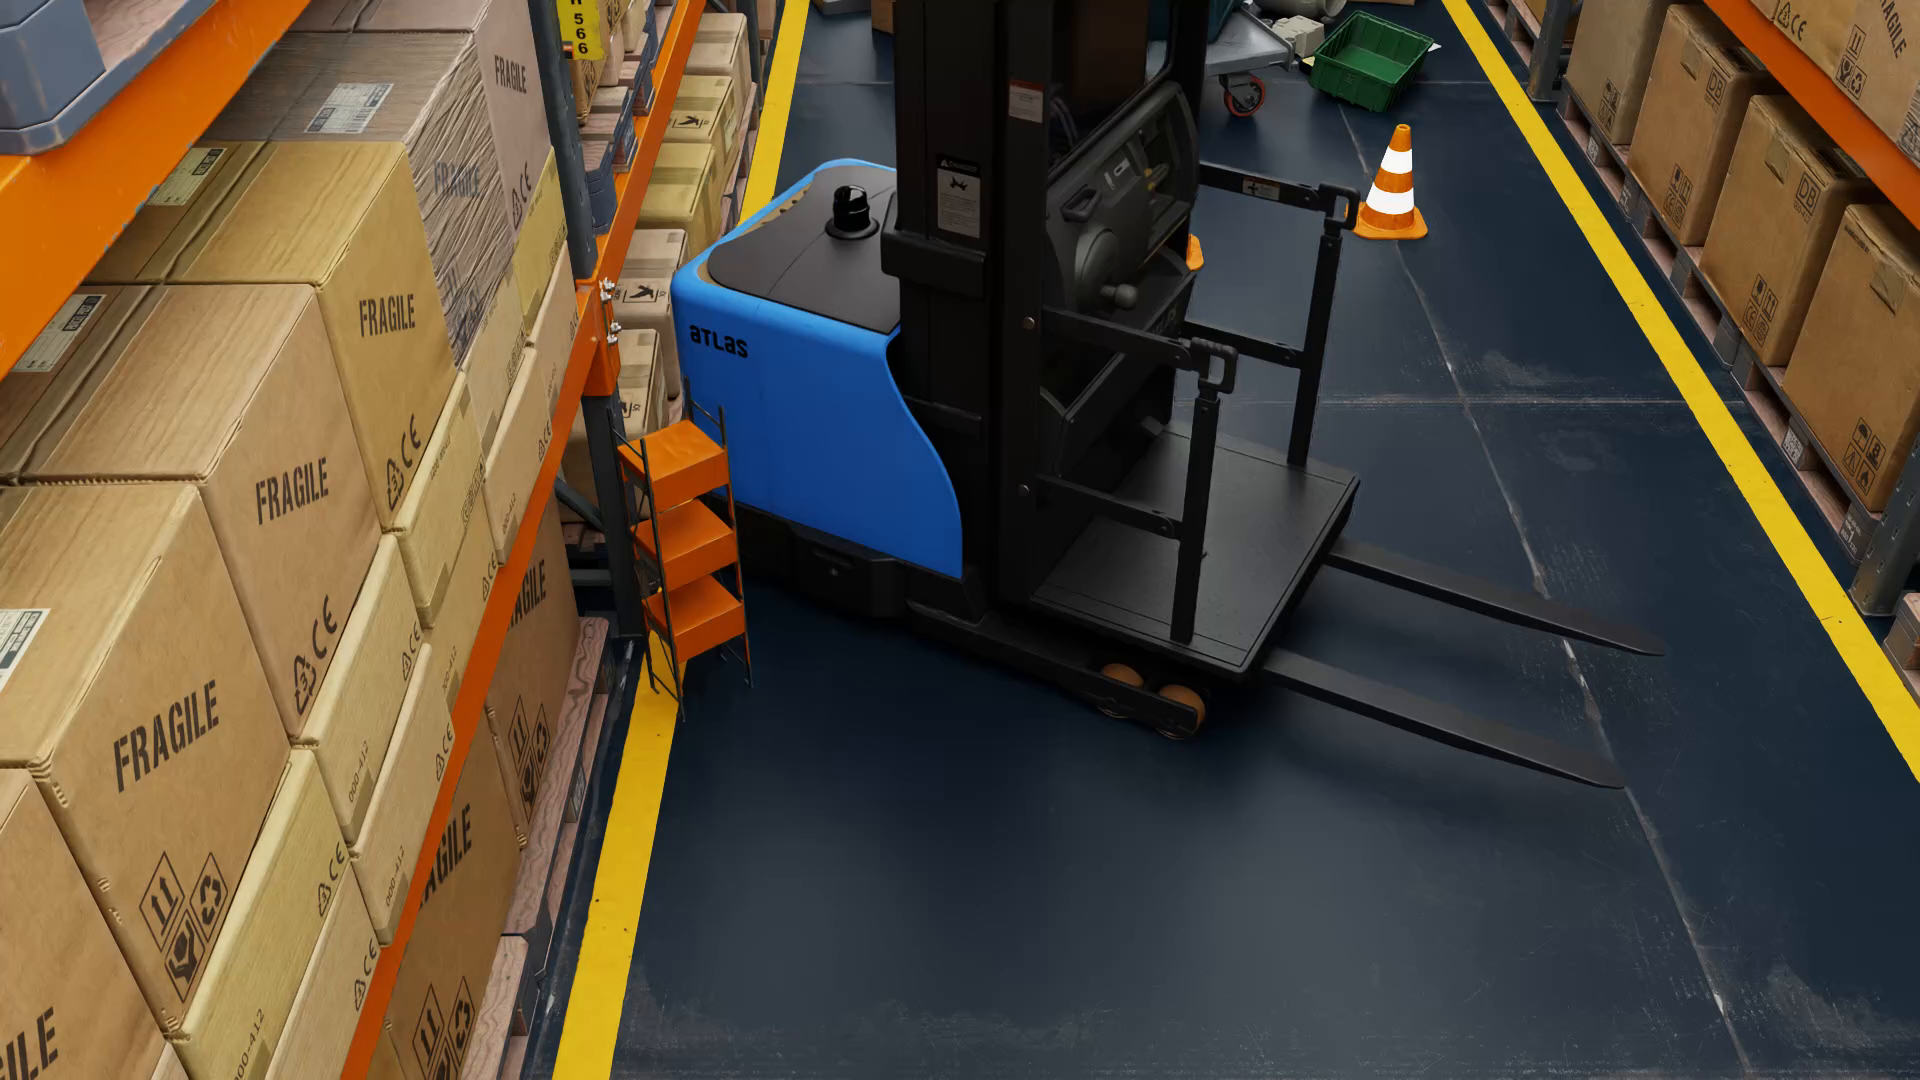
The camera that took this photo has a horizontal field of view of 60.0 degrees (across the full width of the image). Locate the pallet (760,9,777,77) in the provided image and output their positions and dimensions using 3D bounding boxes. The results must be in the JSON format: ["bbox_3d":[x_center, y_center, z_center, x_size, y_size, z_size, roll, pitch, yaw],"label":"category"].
[{"bbox_3d":[-1.543,-2.720,8.976,1.003,0.211,1.213,0,39,0],"label":"pallet"}]

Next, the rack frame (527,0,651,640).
[{"bbox_3d":[-1.502,-0.887,4.458,1.000,3.000,0.127,0,39,0],"label":"rack frame"}]

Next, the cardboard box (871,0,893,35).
[{"bbox_3d":[-0.148,-3.085,9.198,0.500,0.500,0.500,28,46,30],"label":"cardboard box"}]

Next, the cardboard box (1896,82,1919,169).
[{"bbox_3d":[3.178,-1.274,4.862,0.500,0.500,0.500,0,39,0],"label":"cardboard box"}]

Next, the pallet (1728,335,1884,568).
[{"bbox_3d":[3.522,-0.359,6.029,1.003,0.211,1.213,0,39,0],"label":"pallet"}]

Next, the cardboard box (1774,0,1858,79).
[{"bbox_3d":[3.179,-1.899,5.641,0.500,0.500,0.500,-1,39,-1],"label":"cardboard box"}]

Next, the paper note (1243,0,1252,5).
[{"bbox_3d":[1.611,-3.142,9.652,0.172,0.023,0.155,13,40,15],"label":"paper note"}]

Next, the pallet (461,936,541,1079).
[{"bbox_3d":[-1.578,1.455,3.765,1.003,0.211,1.213,0,39,0],"label":"pallet"}]

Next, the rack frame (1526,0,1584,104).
[{"bbox_3d":[3.443,-3.455,7.663,1.000,3.000,0.127,0,39,0],"label":"rack frame"}]

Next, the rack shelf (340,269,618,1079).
[{"bbox_3d":[-1.500,0.644,3.123,1.077,0.370,4.000,0,39,0],"label":"rack shelf"}]

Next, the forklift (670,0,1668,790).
[{"bbox_3d":[0.643,-0.925,4.561,3.031,2.935,1.130,19,42,22],"label":"forklift"}]

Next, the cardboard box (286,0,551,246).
[{"bbox_3d":[-1.240,-0.993,3.711,0.500,0.500,0.500,-1,39,-1],"label":"cardboard box"}]

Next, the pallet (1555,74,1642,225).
[{"bbox_3d":[3.519,-1.885,7.933,1.003,0.211,1.213,0,39,0],"label":"pallet"}]

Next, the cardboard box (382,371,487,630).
[{"bbox_3d":[-1.222,-0.080,3.172,0.500,0.250,0.500,-1,39,-1],"label":"cardboard box"}]

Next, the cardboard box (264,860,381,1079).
[{"bbox_3d":[-1.221,0.753,2.531,0.500,0.250,0.500,0,39,0],"label":"cardboard box"}]

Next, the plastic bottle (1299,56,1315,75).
[{"bbox_3d":[1.933,-2.480,8.796,0.133,0.061,0.283,-20,43,-23],"label":"plastic bottle"}]

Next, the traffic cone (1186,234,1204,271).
[{"bbox_3d":[0.895,-1.444,7.181,0.336,0.463,0.334,0,39,0],"label":"traffic cone"}]

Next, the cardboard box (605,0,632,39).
[{"bbox_3d":[-1.279,-1.814,4.961,0.500,0.500,0.500,2,39,2],"label":"cardboard box"}]

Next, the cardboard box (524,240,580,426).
[{"bbox_3d":[-1.242,-0.513,4.111,0.500,0.250,0.500,-1,39,-2],"label":"cardboard box"}]

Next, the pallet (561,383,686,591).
[{"bbox_3d":[-1.502,-0.288,5.940,1.003,0.211,1.213,0,39,0],"label":"pallet"}]

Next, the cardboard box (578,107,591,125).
[{"bbox_3d":[-1.284,-1.333,4.880,0.380,0.149,0.250,-2,39,-3],"label":"cardboard box"}]

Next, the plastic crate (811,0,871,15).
[{"bbox_3d":[-0.689,-3.232,9.719,0.402,0.080,0.583,-13,40,-16],"label":"plastic crate"}]

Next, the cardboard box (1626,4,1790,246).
[{"bbox_3d":[3.531,-1.750,6.998,1.050,0.750,0.750,0,39,0],"label":"cardboard box"}]

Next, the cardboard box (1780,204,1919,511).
[{"bbox_3d":[3.537,-0.621,5.589,1.050,0.750,0.750,-1,39,-1],"label":"cardboard box"}]

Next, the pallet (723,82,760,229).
[{"bbox_3d":[-1.505,-1.814,7.844,1.003,0.211,1.213,0,39,0],"label":"pallet"}]

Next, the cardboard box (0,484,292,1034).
[{"bbox_3d":[-1.237,0.278,2.125,0.500,0.500,0.500,-1,39,-1],"label":"cardboard box"}]

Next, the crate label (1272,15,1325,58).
[{"bbox_3d":[1.840,-2.755,9.079,0.298,0.136,0.250,-28,46,-30],"label":"crate label"}]

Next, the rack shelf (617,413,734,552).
[{"bbox_3d":[-0.803,-0.165,4.679,0.240,0.259,0.215,-26,45,-29],"label":"rack shelf"}]

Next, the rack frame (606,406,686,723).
[{"bbox_3d":[-0.899,0.096,4.791,0.008,1.050,0.200,-26,45,-29],"label":"rack frame"}]

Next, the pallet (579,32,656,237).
[{"bbox_3d":[-1.610,-1.258,5.074,1.213,0.211,1.003,0,39,0],"label":"pallet"}]

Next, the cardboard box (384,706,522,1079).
[{"bbox_3d":[-1.588,0.768,3.756,0.875,0.875,0.875,0,39,1],"label":"cardboard box"}]

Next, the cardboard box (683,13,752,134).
[{"bbox_3d":[-1.504,-2.199,7.861,0.950,0.372,0.625,0,39,1],"label":"cardboard box"}]

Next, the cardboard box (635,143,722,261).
[{"bbox_3d":[-1.497,-1.315,6.757,0.950,0.372,0.625,1,39,1],"label":"cardboard box"}]

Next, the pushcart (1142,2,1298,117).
[{"bbox_3d":[0.773,-2.398,8.441,1.648,0.377,0.936,-13,40,-16],"label":"pushcart"}]

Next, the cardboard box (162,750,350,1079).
[{"bbox_3d":[-1.219,0.561,2.372,0.500,0.250,0.500,0,39,1],"label":"cardboard box"}]

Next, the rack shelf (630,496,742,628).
[{"bbox_3d":[-0.803,0.057,4.856,0.240,0.259,0.215,-26,45,-29],"label":"rack shelf"}]

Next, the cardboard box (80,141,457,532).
[{"bbox_3d":[-1.237,-0.362,2.923,0.500,0.500,0.500,0,39,0],"label":"cardboard box"}]

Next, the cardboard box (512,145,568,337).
[{"bbox_3d":[-1.248,-0.721,3.971,0.500,0.250,0.500,0,39,0],"label":"cardboard box"}]

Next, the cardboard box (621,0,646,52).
[{"bbox_3d":[-1.217,-1.676,5.308,0.380,0.149,0.250,0,39,0],"label":"cardboard box"}]

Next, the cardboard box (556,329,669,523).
[{"bbox_3d":[-1.493,-0.379,5.590,0.950,0.372,0.625,-2,39,-3],"label":"cardboard box"}]

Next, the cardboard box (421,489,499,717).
[{"bbox_3d":[-1.241,0.122,3.319,0.500,0.250,0.500,0,39,-1],"label":"cardboard box"}]

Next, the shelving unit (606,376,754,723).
[{"bbox_3d":[-0.803,0.049,4.850,0.252,1.050,0.215,-26,45,-29],"label":"shelving unit"}]
